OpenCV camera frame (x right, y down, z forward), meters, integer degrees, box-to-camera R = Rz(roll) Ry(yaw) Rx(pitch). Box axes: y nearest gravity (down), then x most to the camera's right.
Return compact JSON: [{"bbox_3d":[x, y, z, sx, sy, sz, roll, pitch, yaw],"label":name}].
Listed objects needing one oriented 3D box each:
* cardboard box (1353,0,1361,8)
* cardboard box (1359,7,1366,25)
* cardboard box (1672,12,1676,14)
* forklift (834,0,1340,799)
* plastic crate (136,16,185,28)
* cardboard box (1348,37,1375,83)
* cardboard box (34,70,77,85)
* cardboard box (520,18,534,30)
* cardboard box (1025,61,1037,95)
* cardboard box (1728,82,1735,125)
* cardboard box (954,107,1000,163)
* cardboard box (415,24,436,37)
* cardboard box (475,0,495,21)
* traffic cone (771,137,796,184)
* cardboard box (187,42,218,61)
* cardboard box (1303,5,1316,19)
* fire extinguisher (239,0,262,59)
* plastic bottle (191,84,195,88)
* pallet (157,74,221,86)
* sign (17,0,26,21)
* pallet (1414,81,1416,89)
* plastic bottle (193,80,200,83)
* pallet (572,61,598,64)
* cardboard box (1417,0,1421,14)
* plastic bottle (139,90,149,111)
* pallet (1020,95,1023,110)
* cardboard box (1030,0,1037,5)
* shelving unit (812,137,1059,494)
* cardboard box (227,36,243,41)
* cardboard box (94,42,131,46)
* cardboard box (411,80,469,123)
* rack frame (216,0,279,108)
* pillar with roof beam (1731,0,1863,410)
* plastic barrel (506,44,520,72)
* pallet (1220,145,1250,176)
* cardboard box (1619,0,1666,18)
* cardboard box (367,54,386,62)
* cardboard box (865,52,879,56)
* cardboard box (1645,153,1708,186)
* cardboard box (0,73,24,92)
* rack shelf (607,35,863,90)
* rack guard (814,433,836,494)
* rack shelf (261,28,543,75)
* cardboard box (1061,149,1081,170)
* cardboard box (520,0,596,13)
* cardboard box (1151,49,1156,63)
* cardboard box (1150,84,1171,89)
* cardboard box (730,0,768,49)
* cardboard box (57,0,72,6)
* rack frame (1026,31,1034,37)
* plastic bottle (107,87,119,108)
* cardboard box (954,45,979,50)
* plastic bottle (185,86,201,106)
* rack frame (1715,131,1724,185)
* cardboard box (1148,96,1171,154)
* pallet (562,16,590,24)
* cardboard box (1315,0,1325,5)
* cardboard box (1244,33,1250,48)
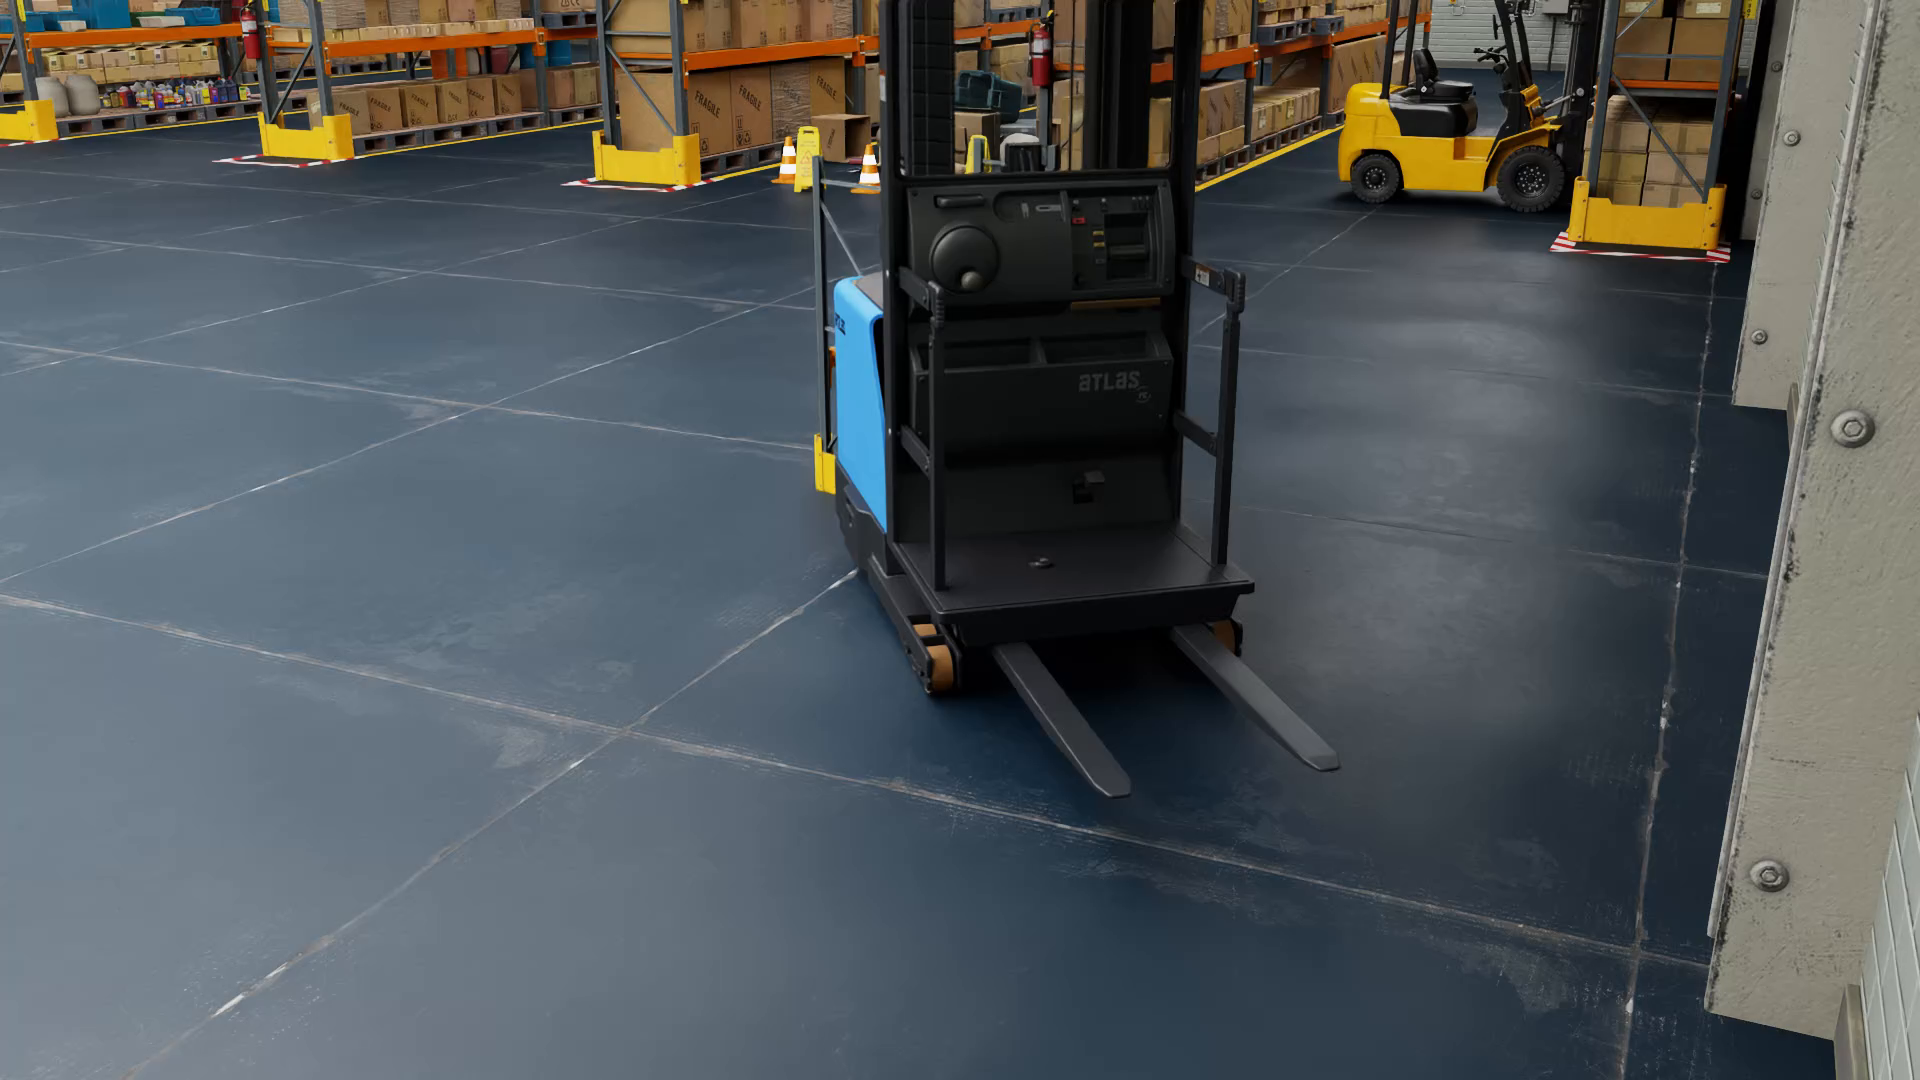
[{"bbox_3d":[5.372,-7.653,23.490,0.500,0.250,0.500,8,21,22],"label":"cardboard box"},{"bbox_3d":[5.554,-7.574,24.012,0.500,0.250,0.500,9,21,23],"label":"cardboard box"},{"bbox_3d":[6.158,-4.481,14.943,0.500,0.500,0.500,8,21,22],"label":"cardboard box"},{"bbox_3d":[0.338,-1.010,5.436,1.130,2.935,3.031,-5,20,-14],"label":"forklift"},{"bbox_3d":[-11.120,-7.220,23.188,0.530,0.136,0.437,9,21,23],"label":"plastic crate"},{"bbox_3d":[5.605,-7.001,24.722,0.875,0.875,0.875,9,22,24],"label":"cardboard box"},{"bbox_3d":[-14.813,-7.548,27.193,0.500,0.250,0.500,8,21,21],"label":"cardboard box"},{"bbox_3d":[-5.988,-6.972,22.470,0.380,0.149,0.250,9,21,23],"label":"cardboard box"},{"bbox_3d":[0.885,-7.220,25.899,0.500,0.500,0.500,8,21,21],"label":"cardboard box"},{"bbox_3d":[9.688,-5.637,21.446,0.500,0.500,0.500,9,21,23],"label":"cardboard box"},{"bbox_3d":[0.020,-4.673,19.154,0.797,0.637,0.503,9,21,23],"label":"cardboard box"},{"bbox_3d":[-6.769,-6.354,20.735,0.380,0.149,0.250,9,21,23],"label":"cardboard box"},{"bbox_3d":[-6.645,-7.106,21.881,0.875,0.500,0.500,9,21,23],"label":"cardboard box"},{"bbox_3d":[-1.809,-4.034,17.621,0.336,0.463,0.334,9,21,23],"label":"traffic cone"},{"bbox_3d":[-13.556,-8.752,29.741,0.500,0.311,0.500,9,22,24],"label":"cardboard box"},{"bbox_3d":[4.275,-6.669,20.993,0.380,0.149,0.250,9,21,24],"label":"cardboard box"},{"bbox_3d":[-8.273,-5.965,19.380,0.296,0.674,0.183,9,21,23],"label":"fire extinguisher"},{"bbox_3d":[-11.002,-6.415,23.929,0.061,0.283,0.133,9,21,23],"label":"plastic bottle"},{"bbox_3d":[-13.939,-8.219,29.765,1.003,0.211,1.213,9,21,23],"label":"pallet"},{"bbox_3d":[-11.824,-6.706,20.937,0.100,0.325,0.005,9,21,23],"label":"sign"},{"bbox_3d":[7.531,-7.935,28.968,1.003,0.211,1.213,9,21,23],"label":"pallet"},{"bbox_3d":[-11.324,-6.660,24.627,0.152,0.276,0.135,9,22,25],"label":"plastic bottle"},{"bbox_3d":[-7.145,-9.237,32.628,1.003,0.211,1.213,9,21,23],"label":"pallet"},{"bbox_3d":[7.410,-9.058,27.813,0.500,0.500,0.500,9,22,24],"label":"cardboard box"},{"bbox_3d":[-11.298,-6.086,23.021,0.097,0.271,0.097,0,20,0],"label":"plastic bottle"},{"bbox_3d":[0.275,-6.632,25.303,1.003,0.211,1.213,9,21,23],"label":"pallet"},{"bbox_3d":[0.970,-8.381,25.806,0.380,0.149,0.250,8,21,21],"label":"cardboard box"},{"bbox_3d":[-0.086,-1.010,7.570,0.587,1.500,1.083,18,26,41],"label":"shelving unit"},{"bbox_3d":[-13.378,-9.498,31.154,0.500,0.250,0.500,9,22,25],"label":"cardboard box"},{"bbox_3d":[-17.301,-10.116,33.520,0.750,0.750,0.750,8,21,22],"label":"cardboard box"},{"bbox_3d":[-6.778,-5.723,21.687,0.500,0.500,0.500,7,21,18],"label":"cardboard box"},{"bbox_3d":[-10.687,-7.876,24.637,1.000,3.000,0.127,9,21,23],"label":"rack frame"},{"bbox_3d":[0.488,-5.606,9.302,9.100,9.000,0.400,9,21,23],"label":"pillar with roof beam"},{"bbox_3d":[-8.252,-8.806,30.340,0.421,0.512,0.421,0,20,0],"label":"plastic barrel"},{"bbox_3d":[2.630,-4.312,18.779,1.003,0.211,1.213,9,21,23],"label":"pallet"},{"bbox_3d":[5.651,-4.431,13.833,0.380,0.149,0.250,9,21,23],"label":"cardboard box"},{"bbox_3d":[-11.869,-9.841,33.239,0.500,0.500,0.500,8,21,22],"label":"cardboard box"},{"bbox_3d":[-0.733,-6.404,23.229,1.050,0.750,0.750,9,21,24],"label":"cardboard box"},{"bbox_3d":[6.147,-3.187,14.183,0.500,0.250,0.500,9,21,24],"label":"cardboard box"},{"bbox_3d":[-15.195,-7.287,26.459,0.500,0.250,0.500,9,21,23],"label":"cardboard box"},{"bbox_3d":[-2.503,-5.534,19.127,1.077,0.370,4.000,9,21,23],"label":"rack shelf"},{"bbox_3d":[-0.430,-0.300,7.440,0.587,0.250,0.087,18,26,41],"label":"rack guard"},{"bbox_3d":[-6.987,-6.246,21.128,1.077,0.370,4.000,9,21,23],"label":"rack shelf"},{"bbox_3d":[1.331,-3.807,16.674,0.500,0.250,0.500,8,21,22],"label":"cardboard box"},{"bbox_3d":[-5.715,-7.900,23.184,1.000,1.000,1.000,9,21,23],"label":"cardboard box"},{"bbox_3d":[1.653,-4.650,15.941,0.380,0.149,0.250,9,21,24],"label":"cardboard box"},{"bbox_3d":[1.963,-4.625,17.855,0.500,0.500,0.500,10,22,26],"label":"cardboard box"},{"bbox_3d":[-2.662,-5.777,18.513,0.875,0.550,0.550,9,21,23],"label":"cardboard box"},{"bbox_3d":[-14.659,-8.997,27.642,0.500,0.500,0.500,10,22,27],"label":"cardboard box"},{"bbox_3d":[1.592,-8.930,27.602,1.000,3.000,0.127,9,21,23],"label":"rack frame"},{"bbox_3d":[-11.941,-6.240,23.436,0.061,0.283,0.133,9,22,24],"label":"plastic bottle"},{"bbox_3d":[-0.005,-7.326,25.076,0.500,0.250,0.500,8,21,21],"label":"cardboard box"},{"bbox_3d":[-10.968,-6.357,23.775,0.152,0.276,0.135,9,21,24],"label":"plastic bottle"},{"bbox_3d":[7.403,-5.156,16.991,1.000,3.000,0.127,9,21,23],"label":"rack frame"},{"bbox_3d":[1.827,-4.085,16.337,0.500,0.500,0.500,8,21,21],"label":"cardboard box"},{"bbox_3d":[-5.303,-7.718,24.479,1.003,0.211,1.213,9,21,23],"label":"pallet"},{"bbox_3d":[4.377,-7.107,21.258,0.500,0.500,0.500,8,21,22],"label":"cardboard box"},{"bbox_3d":[3.020,-5.578,18.551,0.380,0.149,0.250,8,21,22],"label":"cardboard box"}]
